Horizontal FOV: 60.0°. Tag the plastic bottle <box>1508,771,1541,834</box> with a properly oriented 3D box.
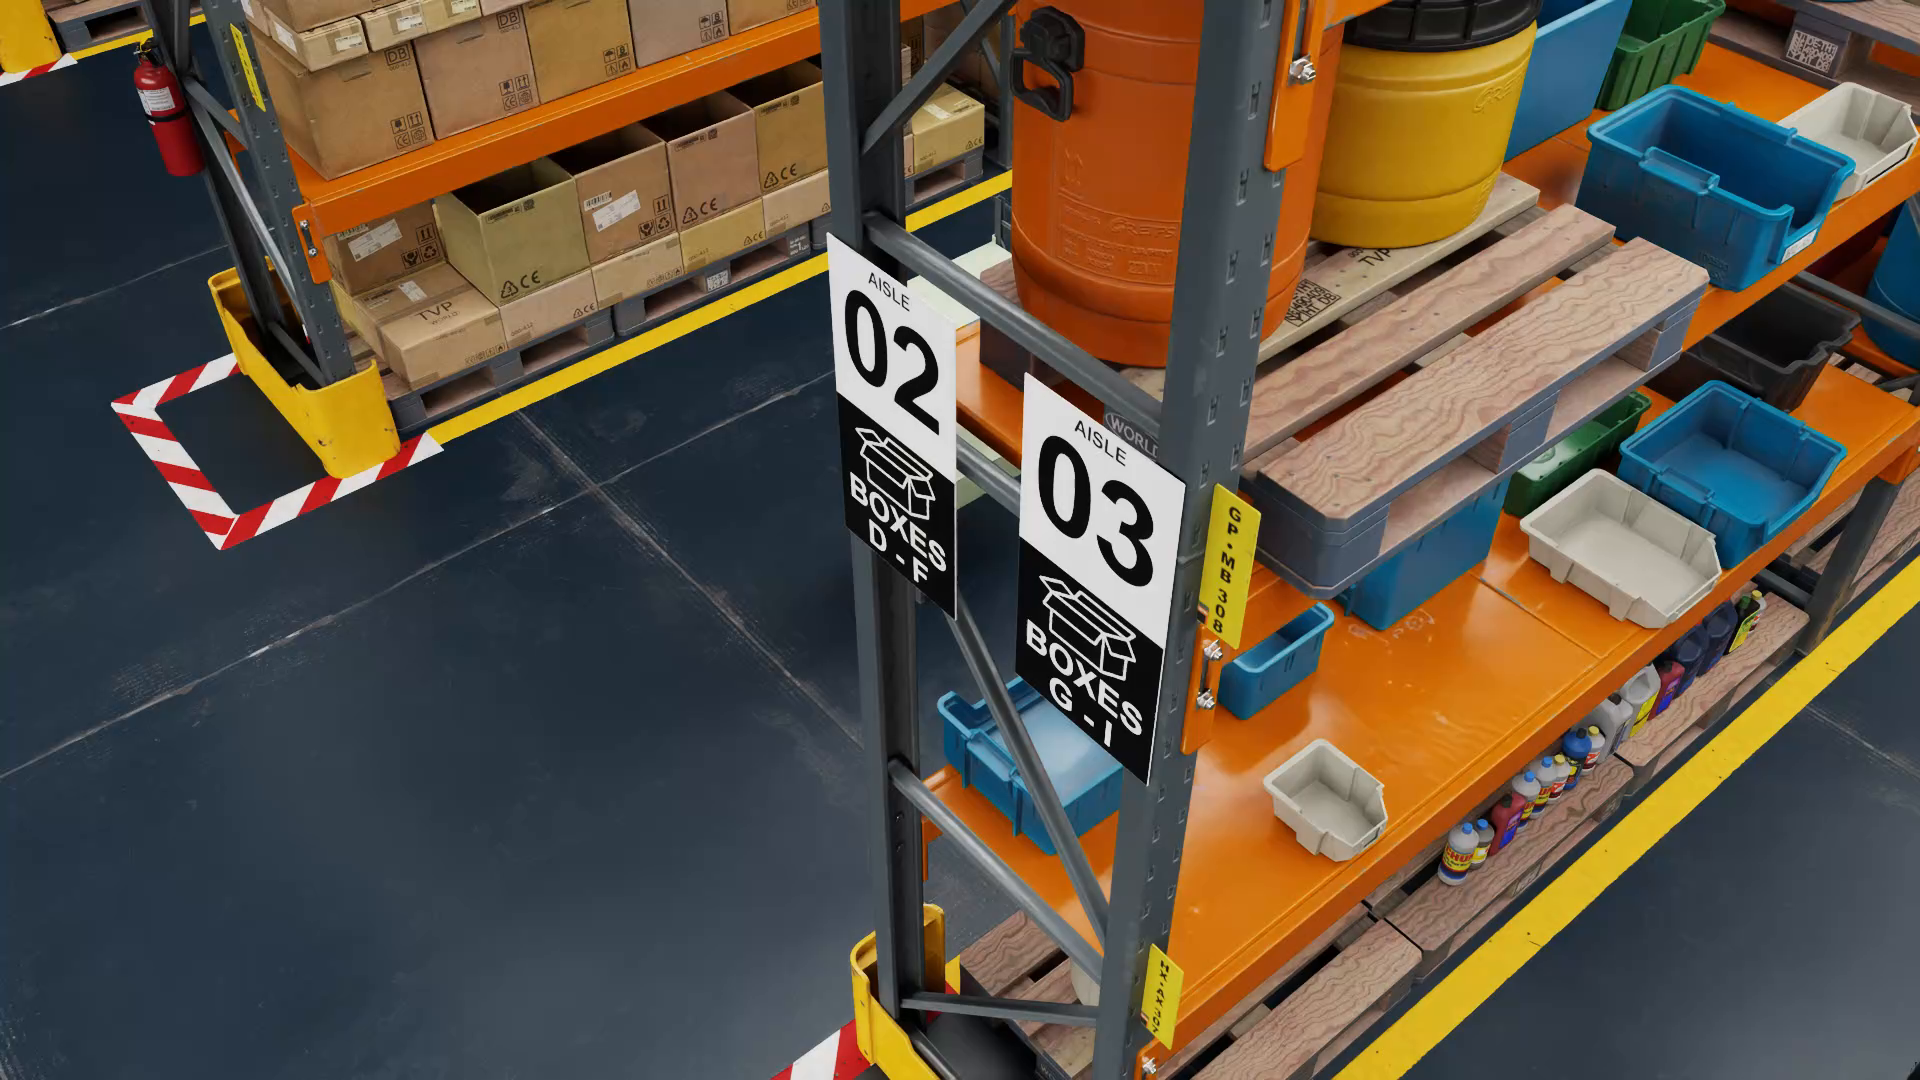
[{"bbox_3d":[1.964,0.906,5.819,0.097,0.271,0.097,0,43,0],"label":"plastic bottle"}]

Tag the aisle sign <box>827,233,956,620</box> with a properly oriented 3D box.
[{"bbox_3d":[-0.136,-0.217,3.444,0.004,0.787,0.394,-30,51,-28],"label":"aisle sign"}]

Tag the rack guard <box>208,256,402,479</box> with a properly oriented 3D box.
[{"bbox_3d":[-3.083,-0.826,7.817,0.348,0.500,1.175,-30,51,-28],"label":"rack guard"}]

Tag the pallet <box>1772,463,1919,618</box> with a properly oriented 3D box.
[{"bbox_3d":[3.756,-0.250,7.416,1.213,0.211,1.003,-30,51,-28],"label":"pallet"}]

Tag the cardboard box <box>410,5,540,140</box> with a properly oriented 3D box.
[{"bbox_3d":[-2.299,-2.215,7.398,0.500,0.500,0.700,-28,50,-27],"label":"cardboard box"}]

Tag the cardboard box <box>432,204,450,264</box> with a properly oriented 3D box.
[{"bbox_3d":[-2.467,-1.515,8.427,0.500,0.250,0.500,-30,51,-28],"label":"cardboard box"}]

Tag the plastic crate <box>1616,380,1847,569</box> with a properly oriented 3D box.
[{"bbox_3d":[2.504,-0.219,5.454,0.616,0.251,0.499,-30,51,-28],"label":"plastic crate"}]

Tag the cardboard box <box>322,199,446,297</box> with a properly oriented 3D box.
[{"bbox_3d":[-2.845,-1.563,7.931,0.500,0.500,0.500,-30,51,-28],"label":"cardboard box"}]

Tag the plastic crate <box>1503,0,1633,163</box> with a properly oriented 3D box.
[{"bbox_3d":[1.380,-1.228,4.240,0.575,0.384,0.392,-30,51,-28],"label":"plastic crate"}]

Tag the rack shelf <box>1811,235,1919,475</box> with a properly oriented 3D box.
[{"bbox_3d":[4.712,-1.518,7.254,4.000,0.370,1.077,-30,51,-28],"label":"rack shelf"}]

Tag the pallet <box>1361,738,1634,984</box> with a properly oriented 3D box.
[{"bbox_3d":[1.700,0.927,6.163,1.213,0.211,1.003,-30,51,-28],"label":"pallet"}]

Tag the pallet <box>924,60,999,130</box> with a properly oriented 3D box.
[{"bbox_3d":[0.543,-2.832,10.165,1.213,0.211,1.003,-30,51,-28],"label":"pallet"}]

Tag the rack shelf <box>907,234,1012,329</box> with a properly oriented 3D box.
[{"bbox_3d":[-0.005,-0.828,6.520,0.720,0.370,0.431,-30,51,-28],"label":"rack shelf"}]

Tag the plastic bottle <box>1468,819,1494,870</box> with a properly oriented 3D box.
[{"bbox_3d":[1.780,1.037,5.731,0.097,0.201,0.097,0,43,0],"label":"plastic bottle"}]

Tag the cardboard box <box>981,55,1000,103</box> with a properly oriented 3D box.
[{"bbox_3d":[0.472,-2.702,9.691,0.500,0.250,0.500,-31,51,-29],"label":"cardboard box"}]

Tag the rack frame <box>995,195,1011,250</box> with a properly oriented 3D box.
[{"bbox_3d":[0.276,-0.705,6.958,0.023,1.500,0.400,-30,51,-28],"label":"rack frame"}]

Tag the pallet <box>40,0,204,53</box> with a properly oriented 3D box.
[{"bbox_3d":[-5.542,-3.702,11.091,1.213,0.211,1.003,-30,51,-28],"label":"pallet"}]

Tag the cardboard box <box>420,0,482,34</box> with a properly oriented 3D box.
[{"bbox_3d":[-2.233,-2.306,7.021,0.250,0.149,0.380,-30,51,-28],"label":"cardboard box"}]

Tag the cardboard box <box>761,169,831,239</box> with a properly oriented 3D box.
[{"bbox_3d":[-0.976,-1.895,8.832,0.500,0.250,0.500,-30,51,-28],"label":"cardboard box"}]

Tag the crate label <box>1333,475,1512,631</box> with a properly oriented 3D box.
[{"bbox_3d":[1.348,-0.108,5.202,0.616,0.435,0.502,-30,51,-28],"label":"crate label"}]

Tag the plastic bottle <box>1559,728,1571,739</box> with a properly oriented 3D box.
[{"bbox_3d":[2.278,0.602,6.134,0.133,0.283,0.061,-30,51,-28],"label":"plastic bottle"}]

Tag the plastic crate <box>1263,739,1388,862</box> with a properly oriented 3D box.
[{"bbox_3d":[1.003,0.727,4.531,0.250,0.136,0.298,-30,51,-28],"label":"plastic crate"}]

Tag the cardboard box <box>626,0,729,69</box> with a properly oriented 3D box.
[{"bbox_3d":[-1.513,-2.663,7.875,0.500,0.500,0.700,-28,50,-27],"label":"cardboard box"}]

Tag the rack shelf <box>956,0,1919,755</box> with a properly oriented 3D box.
[{"bbox_3d":[1.644,-0.854,4.356,4.000,0.370,1.077,-30,51,-28],"label":"rack shelf"}]

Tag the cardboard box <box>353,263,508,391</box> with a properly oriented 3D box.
[{"bbox_3d":[-2.511,-1.017,7.897,0.500,0.250,0.500,-30,51,-28],"label":"cardboard box"}]

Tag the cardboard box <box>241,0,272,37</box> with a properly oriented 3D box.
[{"bbox_3d":[-2.894,-2.288,7.002,0.250,0.149,0.380,-31,51,-28],"label":"cardboard box"}]

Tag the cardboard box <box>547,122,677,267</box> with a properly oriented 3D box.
[{"bbox_3d":[-1.753,-1.737,8.116,0.500,0.500,0.500,-30,51,-28],"label":"cardboard box"}]

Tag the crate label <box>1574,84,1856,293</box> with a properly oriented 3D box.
[{"bbox_3d":[1.758,-0.832,3.916,0.408,0.251,0.502,-30,51,-28],"label":"crate label"}]

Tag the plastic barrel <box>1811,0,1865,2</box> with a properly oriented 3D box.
[{"bbox_3d":[2.346,-1.950,4.325,0.708,0.901,0.600,-30,51,-28],"label":"plastic barrel"}]

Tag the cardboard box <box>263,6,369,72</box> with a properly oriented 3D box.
[{"bbox_3d":[-2.626,-2.079,6.780,0.250,0.149,0.380,-30,51,-28],"label":"cardboard box"}]

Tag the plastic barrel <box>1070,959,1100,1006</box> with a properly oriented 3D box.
[{"bbox_3d":[0.566,1.280,5.260,0.421,0.512,0.421,0,43,0],"label":"plastic barrel"}]

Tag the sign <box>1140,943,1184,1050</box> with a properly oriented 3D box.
[{"bbox_3d":[0.460,1.045,3.797,0.005,0.325,0.100,-30,51,-28],"label":"sign"}]

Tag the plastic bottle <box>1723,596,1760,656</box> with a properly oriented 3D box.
[{"bbox_3d":[3.021,0.313,6.442,0.133,0.283,0.061,-27,50,-26],"label":"plastic bottle"}]

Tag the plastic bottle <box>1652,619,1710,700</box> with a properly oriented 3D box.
[{"bbox_3d":[2.722,0.422,6.277,0.185,0.351,0.144,-32,52,-30],"label":"plastic bottle"}]

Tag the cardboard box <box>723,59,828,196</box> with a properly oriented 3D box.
[{"bbox_3d":[-0.984,-2.175,8.582,0.500,0.500,0.500,-30,51,-28],"label":"cardboard box"}]

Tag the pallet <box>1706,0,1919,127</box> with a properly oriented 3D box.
[{"bbox_3d":[2.688,-1.558,4.718,1.003,0.211,1.213,-30,51,-28],"label":"pallet"}]

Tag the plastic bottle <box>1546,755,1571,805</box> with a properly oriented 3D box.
[{"bbox_3d":[2.116,0.844,5.936,0.097,0.201,0.097,0,43,0],"label":"plastic bottle"}]

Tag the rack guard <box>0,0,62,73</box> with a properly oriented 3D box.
[{"bbox_3d":[-6.188,-3.469,10.632,0.348,0.500,1.175,-30,51,-28],"label":"rack guard"}]

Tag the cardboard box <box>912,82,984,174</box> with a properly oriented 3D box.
[{"bbox_3d":[-0.212,-2.337,9.302,0.500,0.250,0.500,-30,51,-28],"label":"cardboard box"}]

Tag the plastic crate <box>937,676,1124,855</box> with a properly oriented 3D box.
[{"bbox_3d":[0.302,0.533,4.654,0.616,0.251,0.499,-30,51,-28],"label":"plastic crate"}]

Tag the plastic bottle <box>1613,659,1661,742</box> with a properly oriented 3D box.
[{"bbox_3d":[2.474,0.564,6.125,0.185,0.351,0.144,-30,51,-28],"label":"plastic bottle"}]

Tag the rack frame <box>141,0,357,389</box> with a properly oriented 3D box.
[{"bbox_3d":[-3.065,-1.747,6.973,0.127,3.000,1.000,-30,51,-28],"label":"rack frame"}]

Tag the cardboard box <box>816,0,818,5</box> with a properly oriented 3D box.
[{"bbox_3d":[-0.734,-3.107,8.348,0.500,0.500,0.700,-30,51,-28],"label":"cardboard box"}]

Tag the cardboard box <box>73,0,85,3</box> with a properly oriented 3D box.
[{"bbox_3d":[-5.658,-3.784,10.784,0.500,0.311,0.500,33,52,30],"label":"cardboard box"}]

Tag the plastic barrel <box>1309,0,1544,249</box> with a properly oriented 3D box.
[{"bbox_3d":[0.903,-1.027,3.571,0.600,0.588,0.600,0,43,0],"label":"plastic barrel"}]

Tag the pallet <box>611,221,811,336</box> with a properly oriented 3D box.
[{"bbox_3d":[-1.570,-1.622,8.876,1.213,0.211,1.003,-30,51,-28],"label":"pallet"}]

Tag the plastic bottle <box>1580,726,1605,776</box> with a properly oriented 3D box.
[{"bbox_3d":[2.274,0.754,6.032,0.097,0.201,0.097,0,43,0],"label":"plastic bottle"}]

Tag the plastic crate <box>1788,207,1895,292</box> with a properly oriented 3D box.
[{"bbox_3d":[3.353,-1.298,6.448,0.583,0.464,0.402,-30,51,-28],"label":"plastic crate"}]

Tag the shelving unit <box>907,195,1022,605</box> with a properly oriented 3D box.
[{"bbox_3d":[-0.005,-0.544,6.787,0.755,1.500,0.431,-30,51,-28],"label":"shelving unit"}]

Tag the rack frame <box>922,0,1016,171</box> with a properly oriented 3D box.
[{"bbox_3d":[0.003,-3.504,8.844,0.127,3.000,1.000,-30,51,-28],"label":"rack frame"}]

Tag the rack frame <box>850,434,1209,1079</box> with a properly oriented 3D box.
[{"bbox_3d":[0.110,0.855,4.202,0.127,3.000,1.000,-30,51,-28],"label":"rack frame"}]

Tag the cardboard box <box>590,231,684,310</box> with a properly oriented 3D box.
[{"bbox_3d":[-1.746,-1.458,8.366,0.500,0.250,0.500,-30,51,-28],"label":"cardboard box"}]

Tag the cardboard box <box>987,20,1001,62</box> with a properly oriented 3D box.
[{"bbox_3d":[0.480,-2.910,9.503,0.500,0.311,0.500,-30,51,-28],"label":"cardboard box"}]
